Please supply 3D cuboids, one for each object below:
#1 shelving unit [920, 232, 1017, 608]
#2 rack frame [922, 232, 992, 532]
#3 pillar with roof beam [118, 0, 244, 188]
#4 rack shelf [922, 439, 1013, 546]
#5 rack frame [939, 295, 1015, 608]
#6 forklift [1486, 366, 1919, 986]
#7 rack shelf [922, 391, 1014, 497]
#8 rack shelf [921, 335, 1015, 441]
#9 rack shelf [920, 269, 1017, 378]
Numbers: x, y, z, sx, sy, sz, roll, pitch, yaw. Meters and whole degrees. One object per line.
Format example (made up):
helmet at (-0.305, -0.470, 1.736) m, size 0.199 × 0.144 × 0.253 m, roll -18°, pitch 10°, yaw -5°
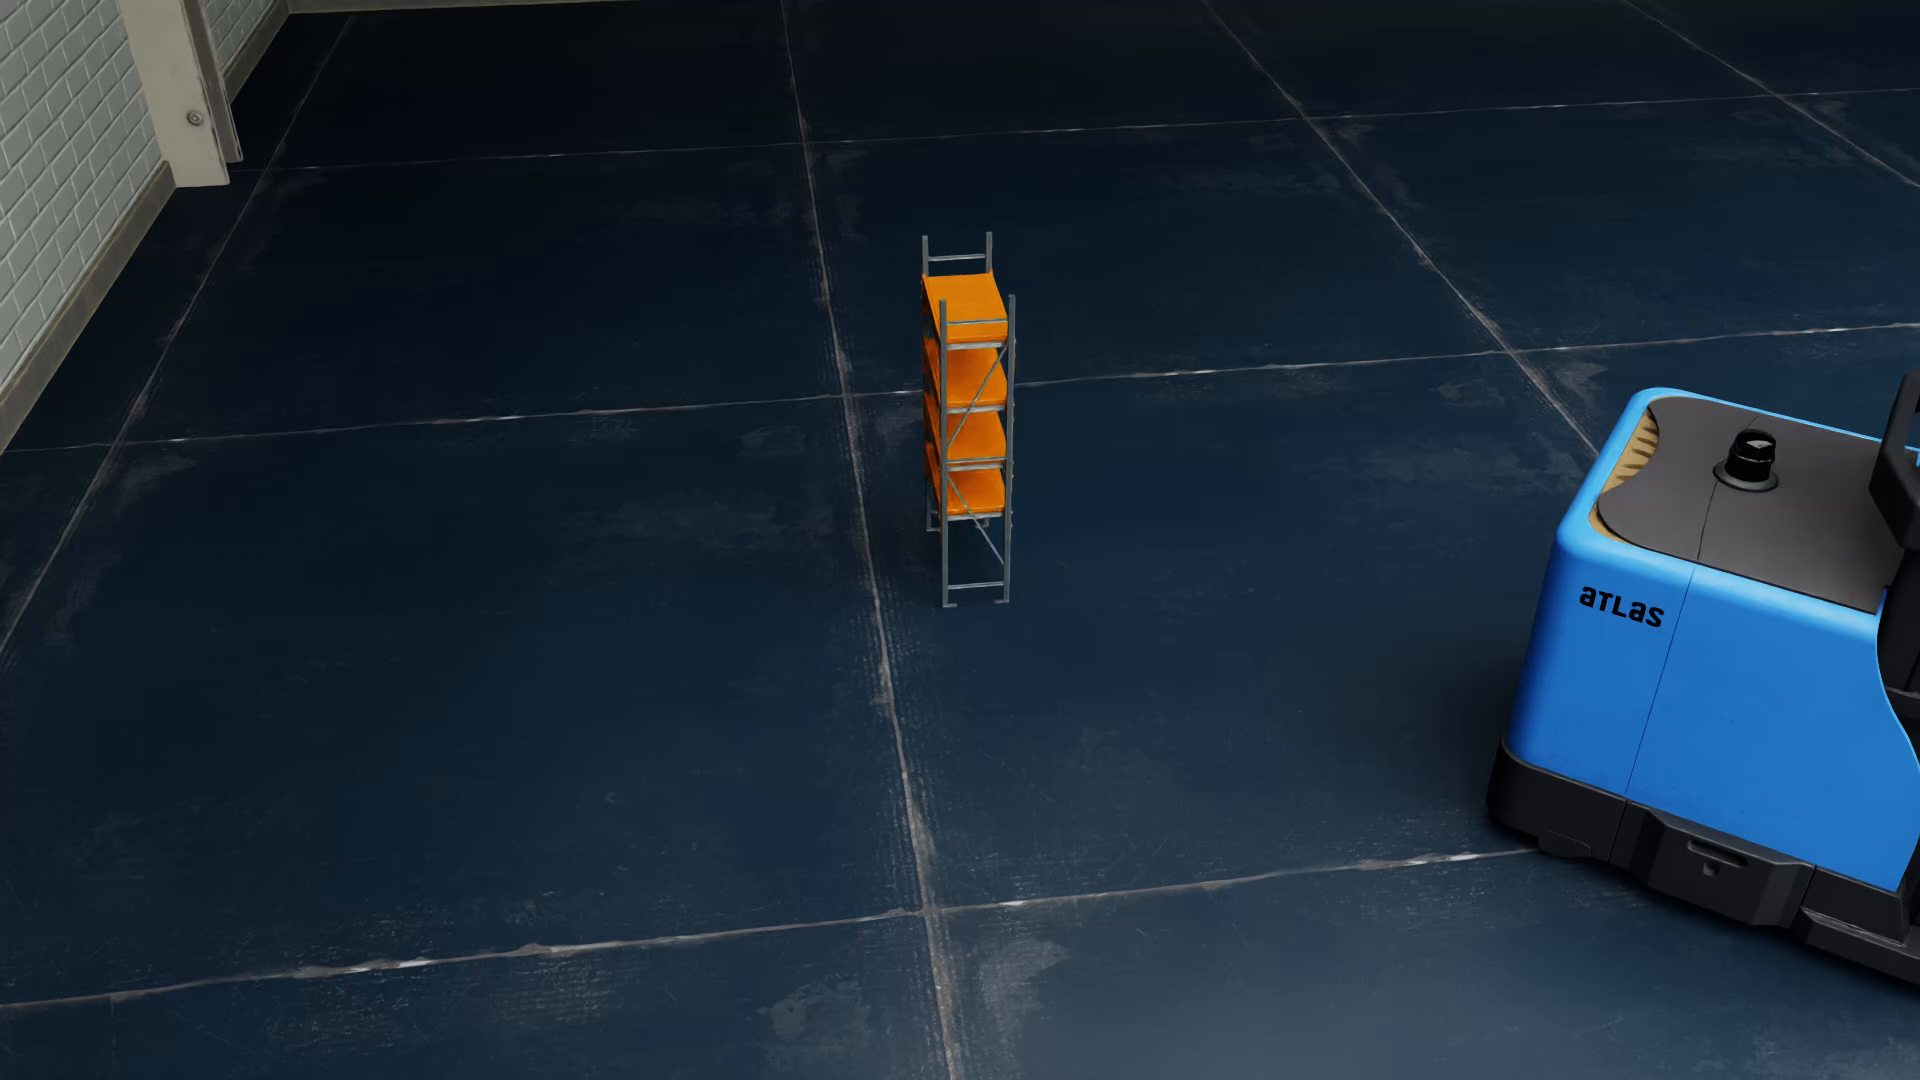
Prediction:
shelving unit at (0.022, -0.403, 5.777) m, size 0.258 × 1.200 × 0.503 m, roll -4°, pitch 35°, yaw -6°
rack frame at (-0.011, -0.540, 5.976) m, size 0.240 × 1.200 × 0.015 m, roll -4°, pitch 35°, yaw -6°
pillar with roof beam at (0.079, -6.088, 7.193) m, size 9.100 × 9.000 × 0.400 m, roll -4°, pitch 35°, yaw -6°
rack shelf at (0.022, -0.184, 5.926) m, size 0.258 × 0.148 × 0.480 m, roll -4°, pitch 35°, yaw -6°
rack frame at (0.055, -0.267, 5.577) m, size 0.240 × 1.200 × 0.015 m, roll -4°, pitch 35°, yaw -6°
forklift at (3.097, -0.145, 3.859) m, size 3.031 × 2.935 × 1.130 m, roll 19°, pitch 39°, yaw 26°
rack shelf at (0.022, -0.348, 5.814) m, size 0.258 × 0.148 × 0.480 m, roll -4°, pitch 35°, yaw -6°
rack shelf at (0.022, -0.533, 5.688) m, size 0.258 × 0.148 × 0.480 m, roll -4°, pitch 35°, yaw -6°
rack shelf at (0.022, -0.728, 5.555) m, size 0.258 × 0.148 × 0.480 m, roll -4°, pitch 35°, yaw -6°
